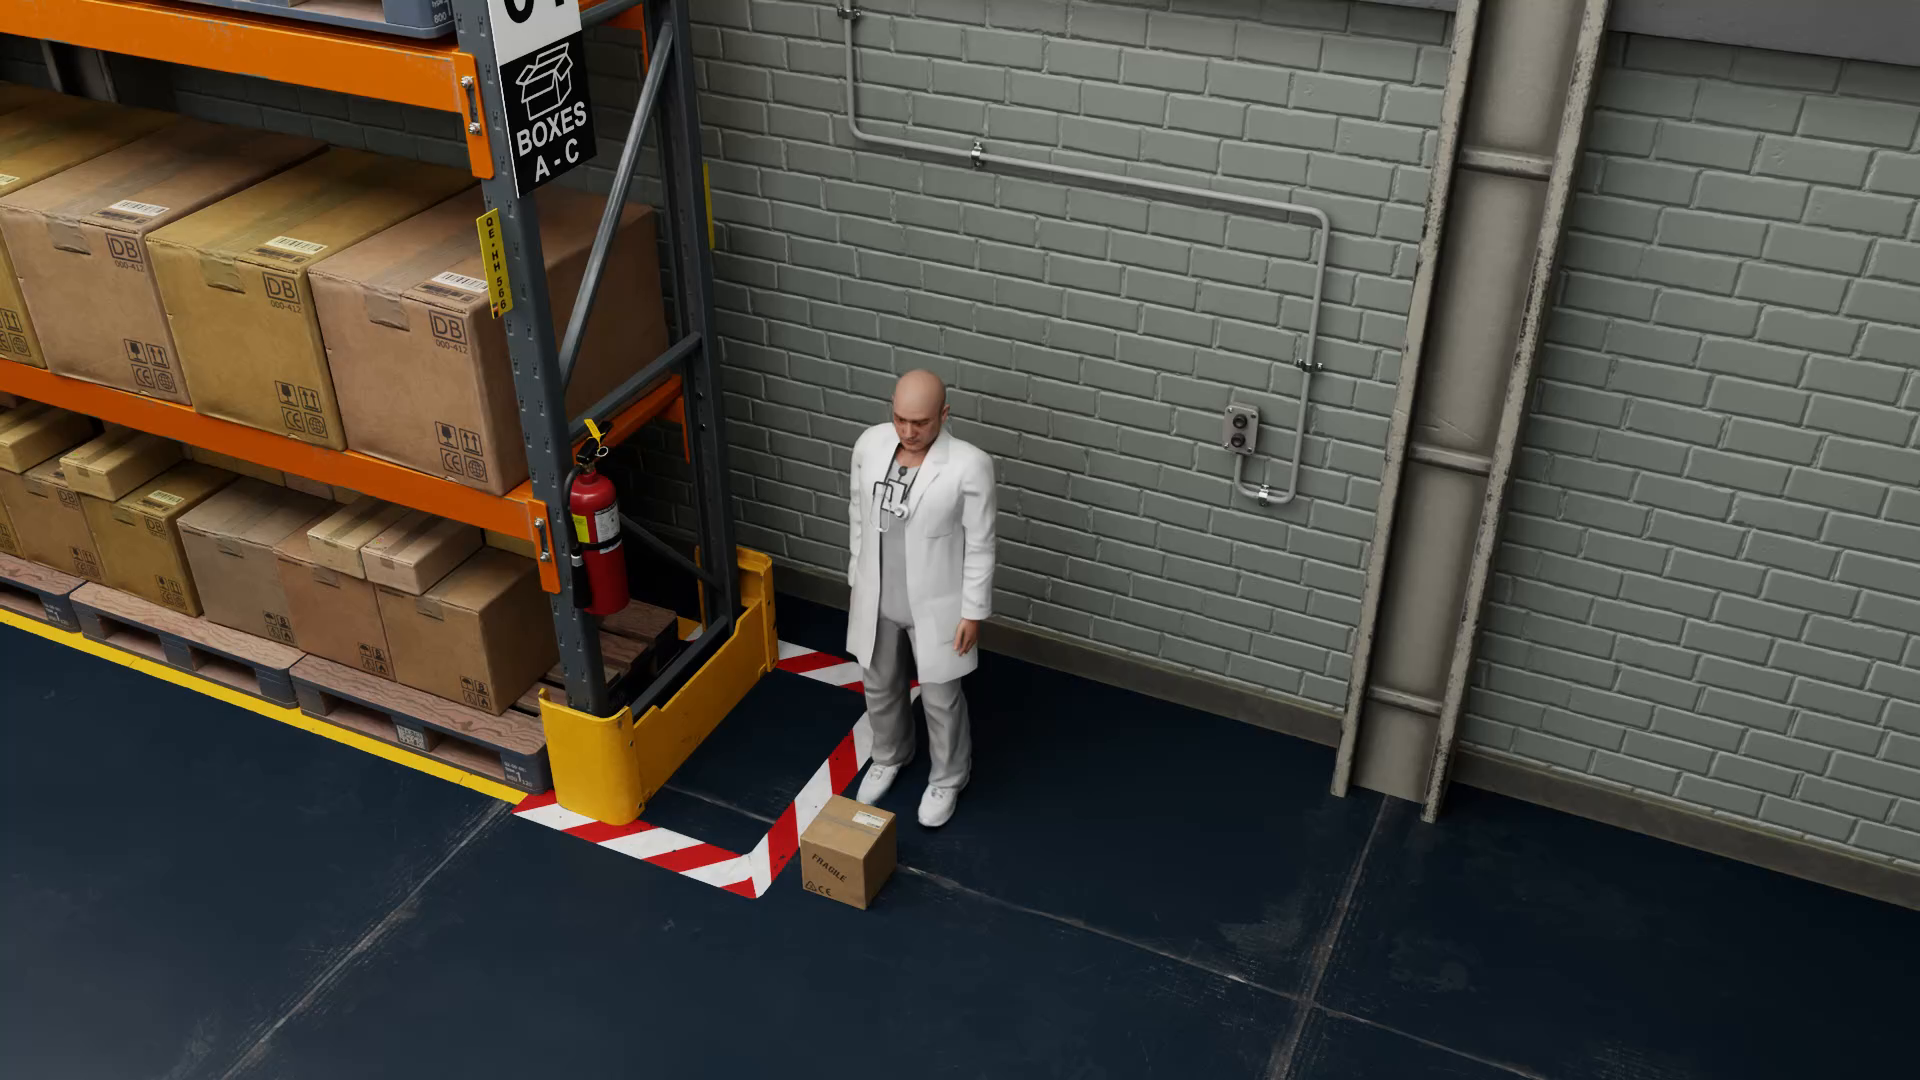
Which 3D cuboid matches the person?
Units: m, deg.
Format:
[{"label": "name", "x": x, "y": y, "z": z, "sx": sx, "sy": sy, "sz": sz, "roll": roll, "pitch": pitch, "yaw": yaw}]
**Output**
[{"label": "person", "x": -0.148, "y": 0.220, "z": 5.834, "sx": 0.562, "sy": 1.785, "sz": 0.385, "roll": 15, "pitch": 36, "yaw": 22}]
